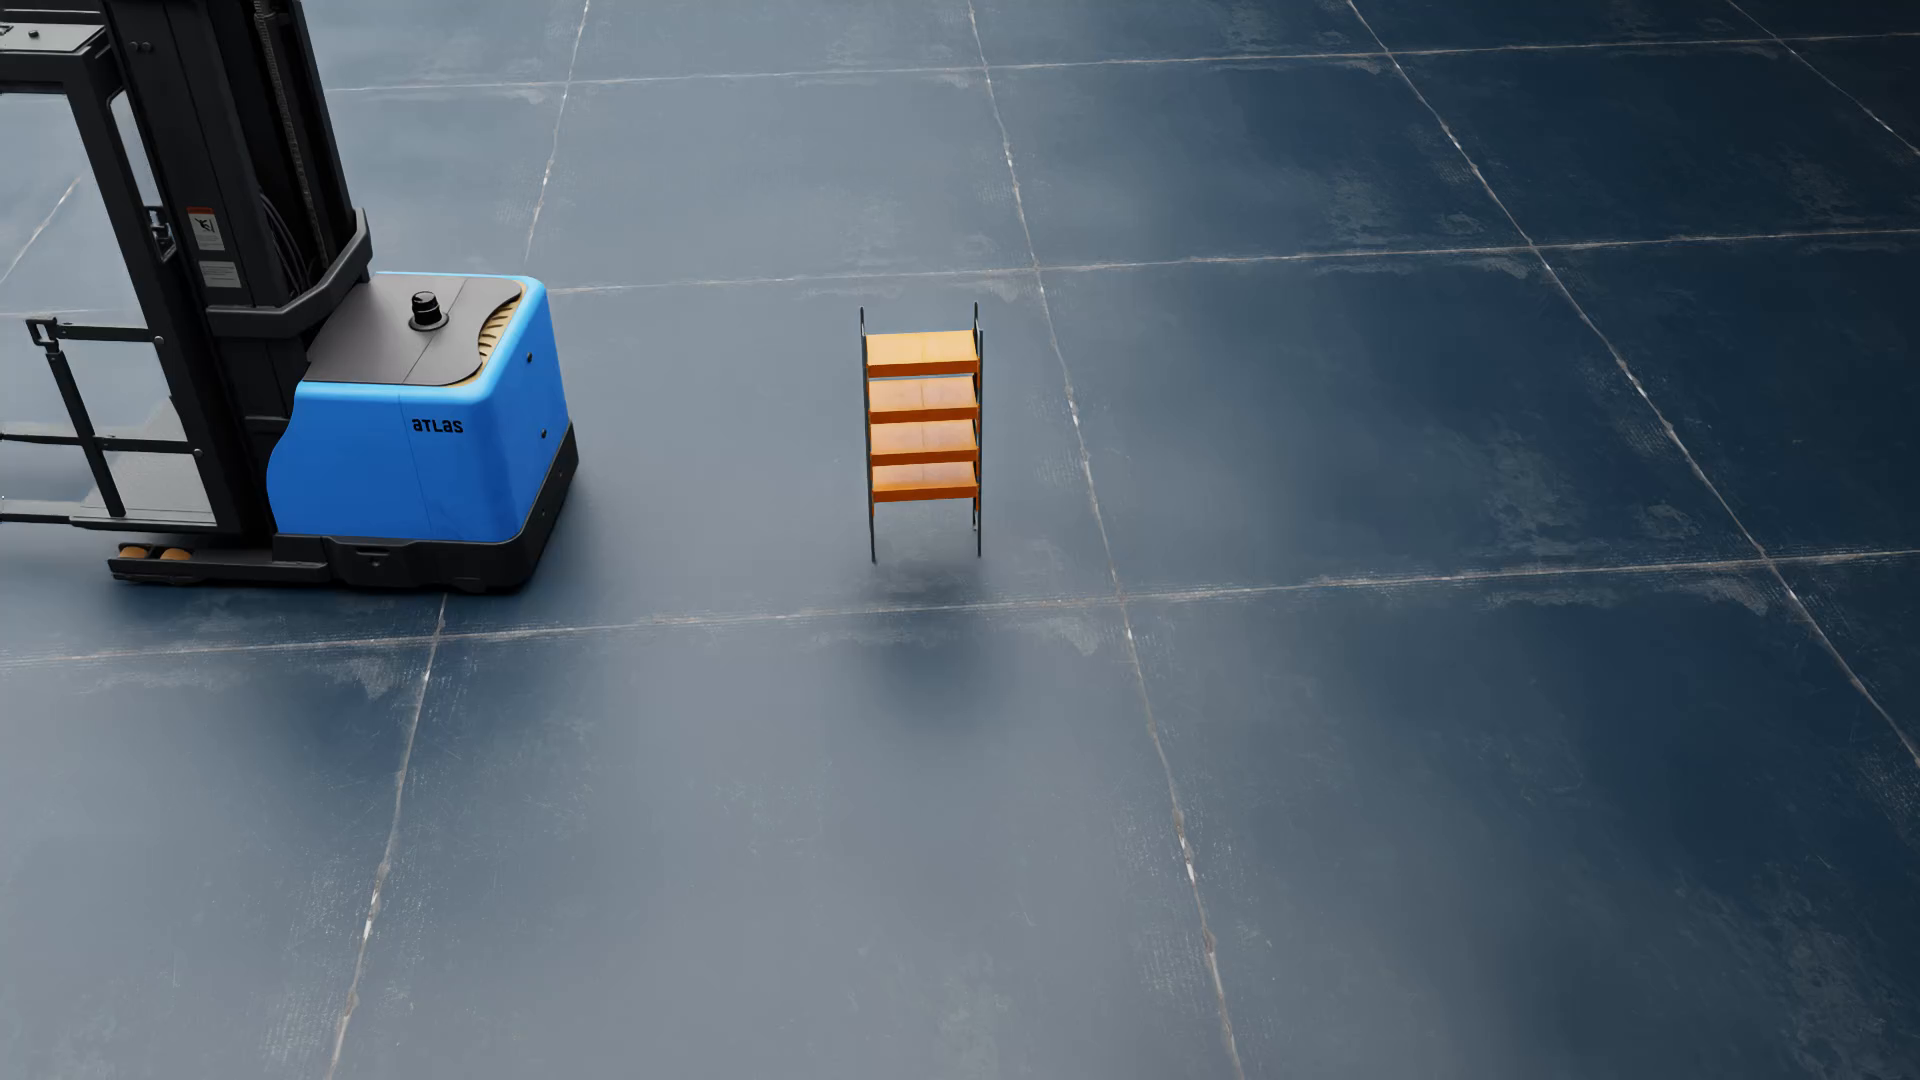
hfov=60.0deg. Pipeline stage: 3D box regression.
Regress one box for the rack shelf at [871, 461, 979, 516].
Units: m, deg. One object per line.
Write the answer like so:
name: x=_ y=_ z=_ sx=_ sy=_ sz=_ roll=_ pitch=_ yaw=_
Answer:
rack shelf: x=-0.165 y=-0.253 z=7.532 sx=0.480 sy=0.148 sz=0.258 roll=-3 pitch=38 yaw=-4

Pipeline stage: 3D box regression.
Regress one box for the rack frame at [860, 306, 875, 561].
rack frame: x=-0.408 y=-0.449 z=7.350 sx=0.015 sy=1.200 sz=0.240 roll=-3 pitch=38 yaw=-4

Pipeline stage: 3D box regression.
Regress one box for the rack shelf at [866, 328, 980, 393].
rack shelf: x=-0.165 y=-0.770 z=7.123 sx=0.480 sy=0.148 sz=0.258 roll=-3 pitch=38 yaw=-4

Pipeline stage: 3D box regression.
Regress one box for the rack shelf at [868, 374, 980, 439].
rack shelf: x=-0.165 y=-0.585 z=7.270 sx=0.480 sy=0.148 sz=0.258 roll=-3 pitch=38 yaw=-4

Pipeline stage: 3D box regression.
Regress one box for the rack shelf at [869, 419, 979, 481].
rack shelf: x=-0.165 y=-0.409 z=7.409 sx=0.480 sy=0.148 sz=0.258 roll=-3 pitch=38 yaw=-4

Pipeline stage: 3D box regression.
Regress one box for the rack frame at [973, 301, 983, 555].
rack frame: x=0.078 y=-0.475 z=7.384 sx=0.015 sy=1.200 sz=0.240 roll=-3 pitch=38 yaw=-4

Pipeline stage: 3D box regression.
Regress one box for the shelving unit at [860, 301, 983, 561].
shelving unit: x=-0.165 y=-0.462 z=7.367 sx=0.503 sy=1.200 sz=0.258 roll=-3 pitch=38 yaw=-4

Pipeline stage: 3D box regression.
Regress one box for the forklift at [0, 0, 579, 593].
forklift: x=-3.400 y=-1.271 z=6.995 sx=3.031 sy=2.935 sz=1.130 roll=2 pitch=38 yaw=3
